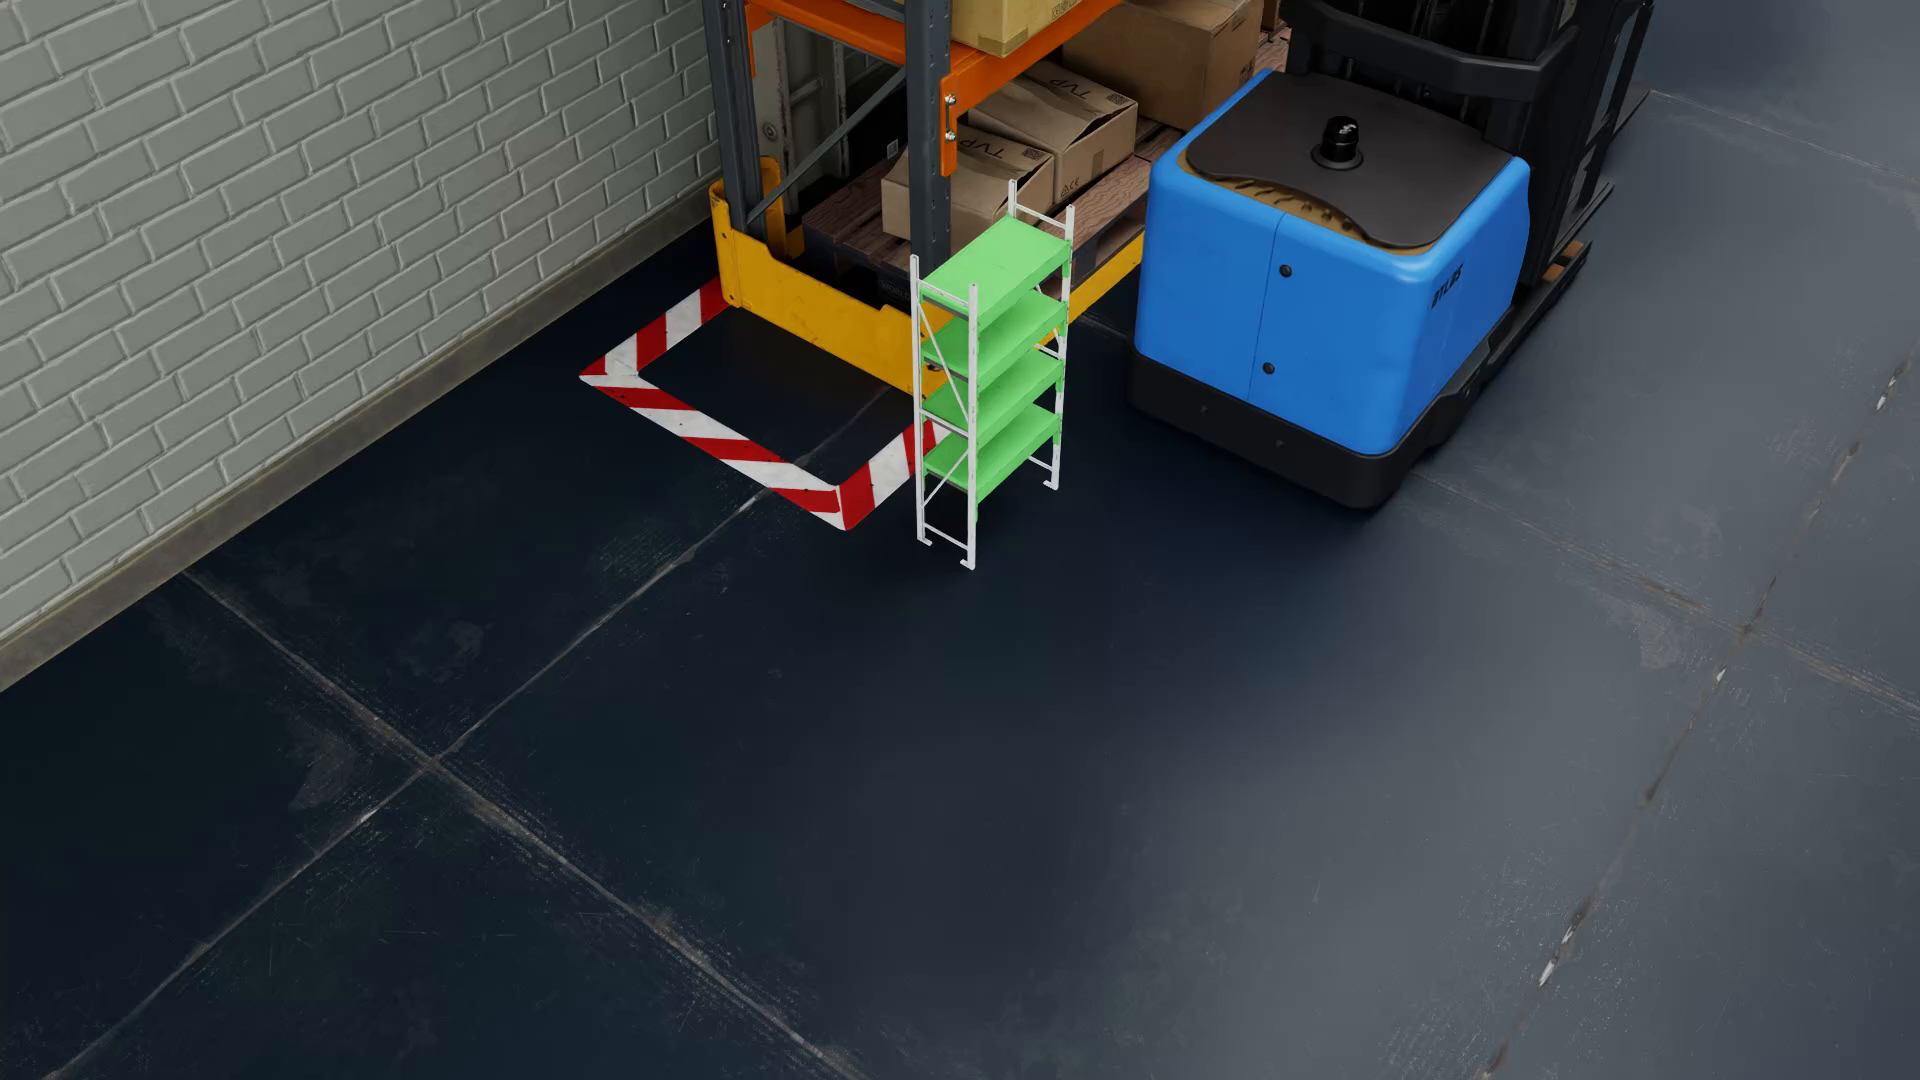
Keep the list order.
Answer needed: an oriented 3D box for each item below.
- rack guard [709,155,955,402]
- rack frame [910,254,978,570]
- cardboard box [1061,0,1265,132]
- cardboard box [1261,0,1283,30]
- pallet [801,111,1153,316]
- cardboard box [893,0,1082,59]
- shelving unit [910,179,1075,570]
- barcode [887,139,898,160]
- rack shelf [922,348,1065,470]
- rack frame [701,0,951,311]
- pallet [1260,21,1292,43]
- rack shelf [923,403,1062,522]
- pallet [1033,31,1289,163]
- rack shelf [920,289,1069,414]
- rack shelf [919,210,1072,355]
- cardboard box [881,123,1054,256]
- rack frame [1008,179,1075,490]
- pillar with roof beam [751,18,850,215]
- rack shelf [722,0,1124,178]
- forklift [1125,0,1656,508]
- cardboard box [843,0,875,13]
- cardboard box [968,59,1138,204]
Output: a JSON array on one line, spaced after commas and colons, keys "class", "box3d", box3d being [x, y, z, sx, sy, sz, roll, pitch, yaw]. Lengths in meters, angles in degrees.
[{"class": "rack guard", "box3d": [-0.415, -0.993, 6.353, 1.175, 0.500, 0.348, 29, 53, 25]}, {"class": "rack frame", "box3d": [-0.048, -0.370, 5.273, 0.240, 1.200, 0.015, 29, 53, 25]}, {"class": "cardboard box", "box3d": [0.869, -2.182, 7.184, 0.700, 0.500, 0.500, 26, 52, 23]}, {"class": "cardboard box", "box3d": [1.381, -2.779, 7.755, 0.500, 0.500, 0.500, 25, 51, 22]}, {"class": "pallet", "box3d": [0.110, -1.343, 6.887, 1.003, 0.211, 1.213, 29, 53, 25]}, {"class": "cardboard box", "box3d": [0.088, -1.907, 5.587, 0.500, 0.250, 0.500, 28, 52, 24]}, {"class": "shelving unit", "box3d": [0.101, -0.509, 5.407, 0.258, 1.200, 0.503, 29, 53, 25]}, {"class": "barcode", "box3d": [-0.273, -1.583, 6.737, 0.001, 0.075, 0.075, 29, 53, 25]}, {"class": "rack shelf", "box3d": [0.101, -0.465, 5.453, 0.258, 0.148, 0.480, 29, 53, 25]}, {"class": "rack frame", "box3d": [-0.462, -1.813, 5.408, 1.000, 3.000, 0.127, 29, 53, 25]}, {"class": "pallet", "box3d": [1.601, -2.739, 8.220, 1.003, 0.211, 1.213, 29, 53, 25]}, {"class": "rack shelf", "box3d": [0.101, -0.299, 5.626, 0.258, 0.148, 0.480, 29, 53, 25]}, {"class": "pallet", "box3d": [0.856, -2.038, 7.551, 1.003, 0.211, 1.213, 29, 53, 25]}, {"class": "rack shelf", "box3d": [0.101, -0.631, 5.279, 0.258, 0.148, 0.480, 29, 53, 25]}, {"class": "rack shelf", "box3d": [0.101, -0.797, 5.106, 0.258, 0.148, 0.480, 29, 53, 25]}, {"class": "cardboard box", "box3d": [0.033, -1.392, 6.561, 0.500, 0.311, 0.500, 24, 51, 21]}, {"class": "rack frame", "box3d": [0.250, -0.649, 5.540, 0.240, 1.200, 0.015, 29, 53, 25]}, {"class": "pillar with roof beam", "box3d": [2.689, -2.765, 2.168, 9.100, 9.000, 0.400, 29, 53, 25]}, {"class": "rack shelf", "box3d": [0.761, -2.709, 6.761, 1.077, 0.370, 4.000, 29, 53, 25]}, {"class": "forklift", "box3d": [1.892, -2.146, 5.773, 1.130, 2.935, 3.031, 28, 52, 24]}, {"class": "cardboard box", "box3d": [-0.329, -2.121, 5.792, 0.500, 0.250, 0.500, 30, 53, 25]}, {"class": "cardboard box", "box3d": [0.381, -1.719, 6.873, 0.500, 0.311, 0.500, 34, 55, 28]}]
